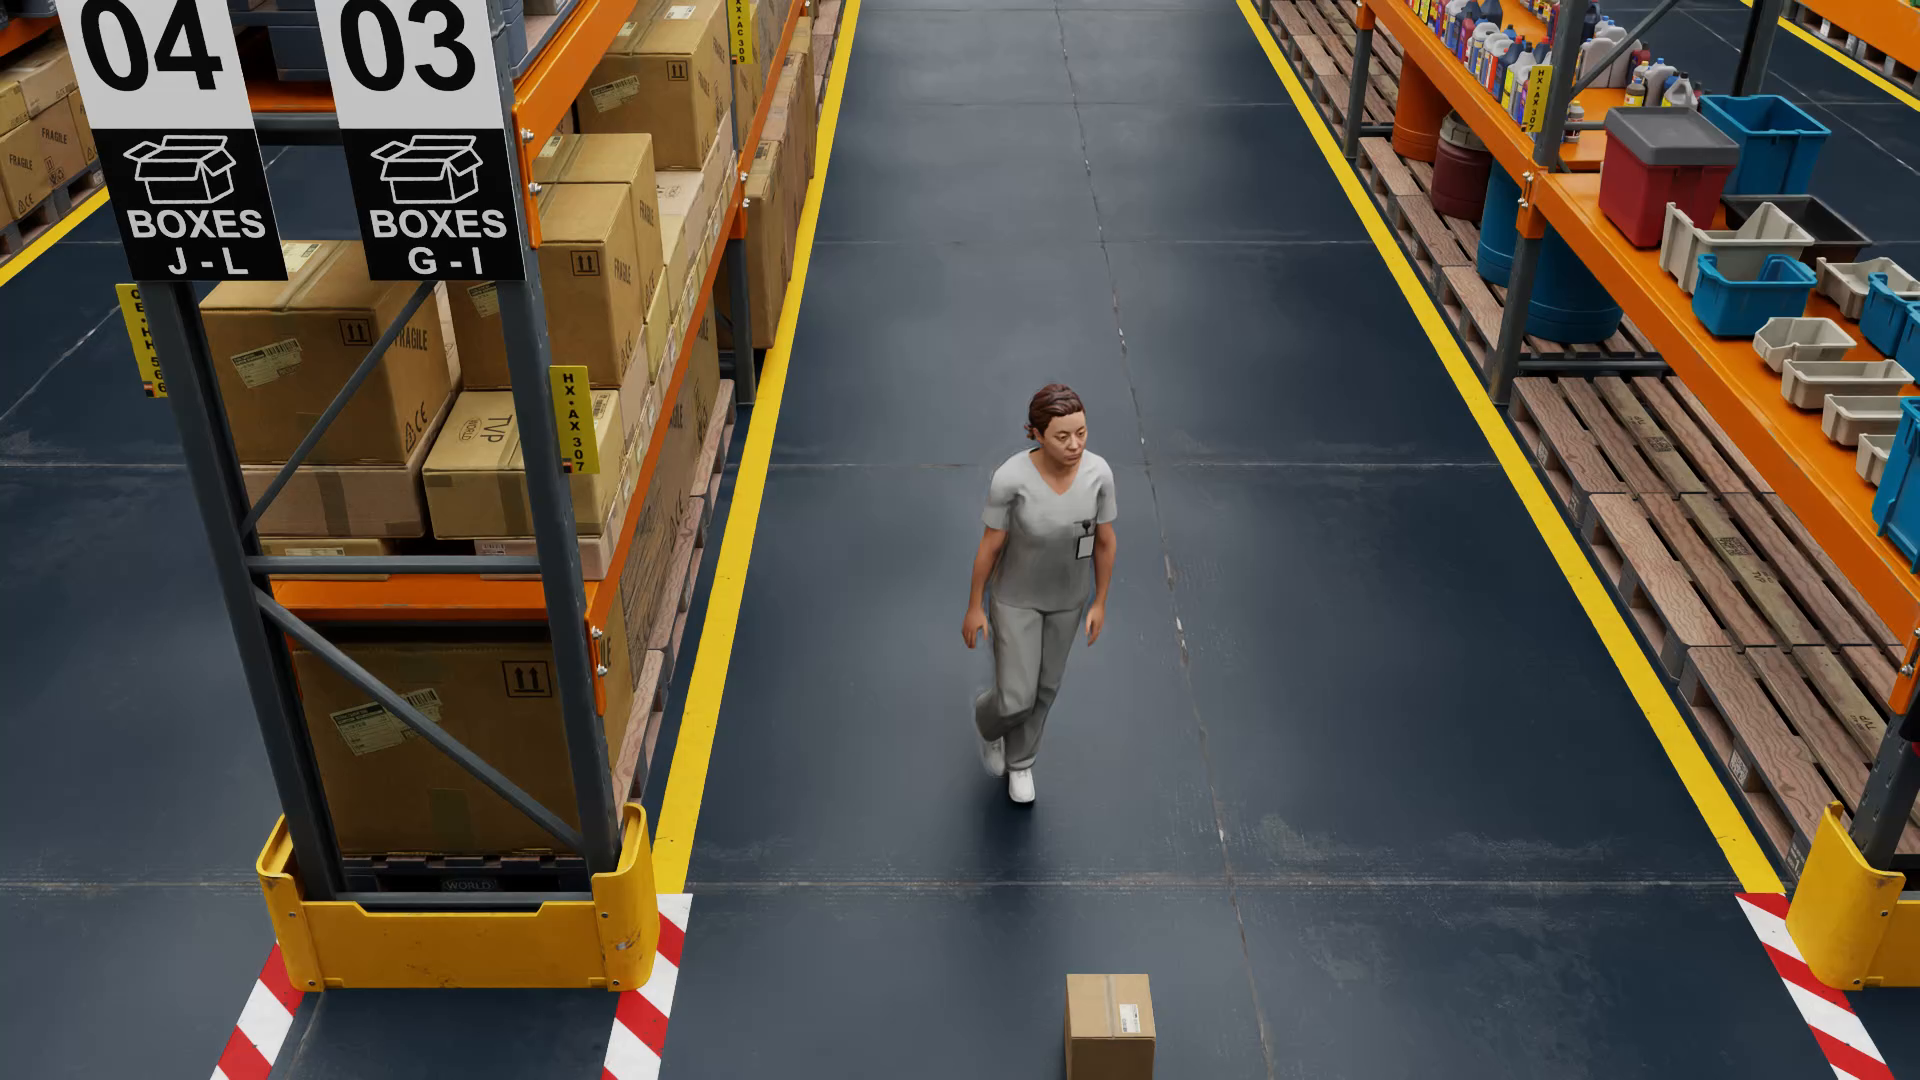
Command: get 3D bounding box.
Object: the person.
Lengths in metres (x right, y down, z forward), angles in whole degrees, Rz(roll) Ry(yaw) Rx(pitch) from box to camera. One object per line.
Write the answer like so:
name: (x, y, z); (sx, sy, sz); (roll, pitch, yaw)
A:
person: (0.257, 0.198, 5.788); (0.547, 1.659, 0.480); (-8, 32, -12)
